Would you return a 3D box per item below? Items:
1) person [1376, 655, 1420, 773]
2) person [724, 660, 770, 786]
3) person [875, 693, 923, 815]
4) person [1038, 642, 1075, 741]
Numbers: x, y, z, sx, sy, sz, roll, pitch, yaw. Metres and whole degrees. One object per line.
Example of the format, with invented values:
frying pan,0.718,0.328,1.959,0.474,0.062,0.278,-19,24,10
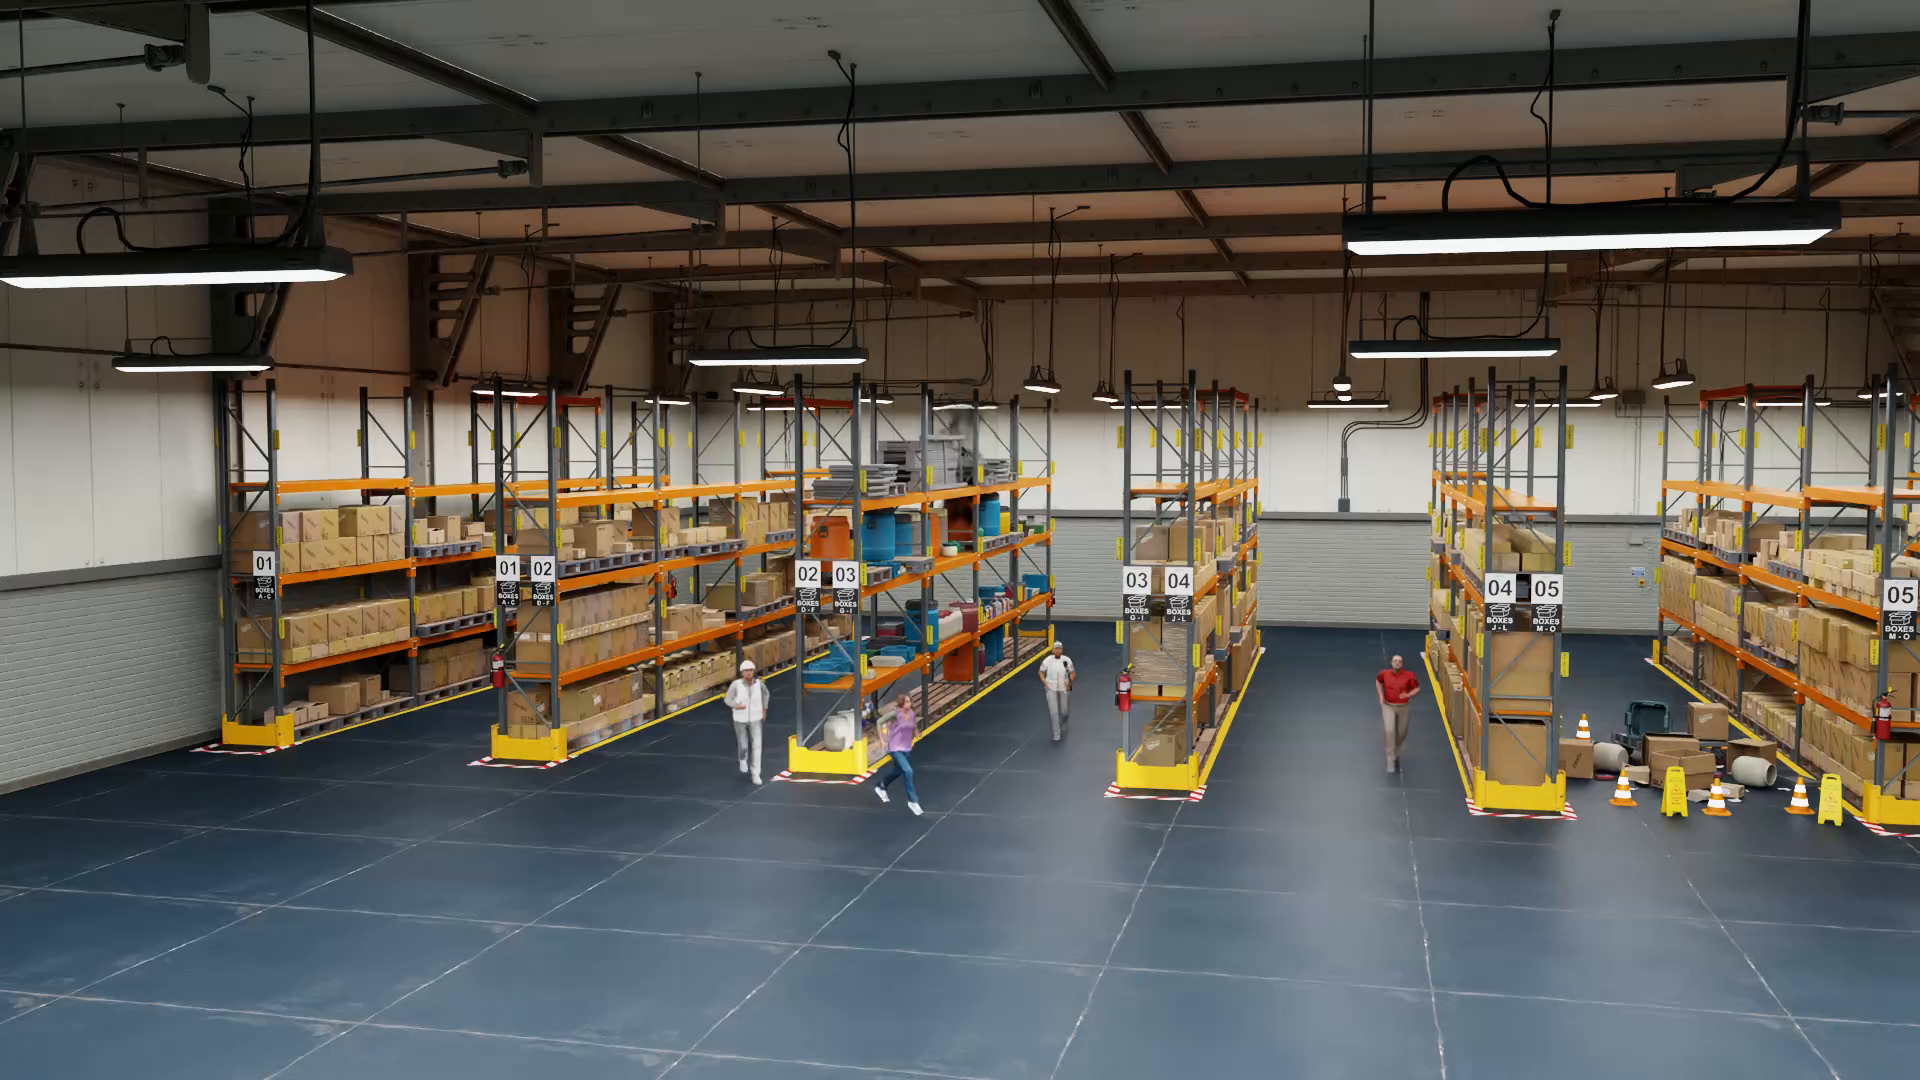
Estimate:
person,6.709,2.632,25.473,0.625,1.766,1.089,0,3,8
person,-3.125,2.651,24.491,0.692,1.785,0.927,-1,4,-14
person,-0.834,2.858,22.470,0.882,1.618,0.556,3,5,44
person,1.617,2.514,27.899,0.601,1.638,0.598,0,3,0
